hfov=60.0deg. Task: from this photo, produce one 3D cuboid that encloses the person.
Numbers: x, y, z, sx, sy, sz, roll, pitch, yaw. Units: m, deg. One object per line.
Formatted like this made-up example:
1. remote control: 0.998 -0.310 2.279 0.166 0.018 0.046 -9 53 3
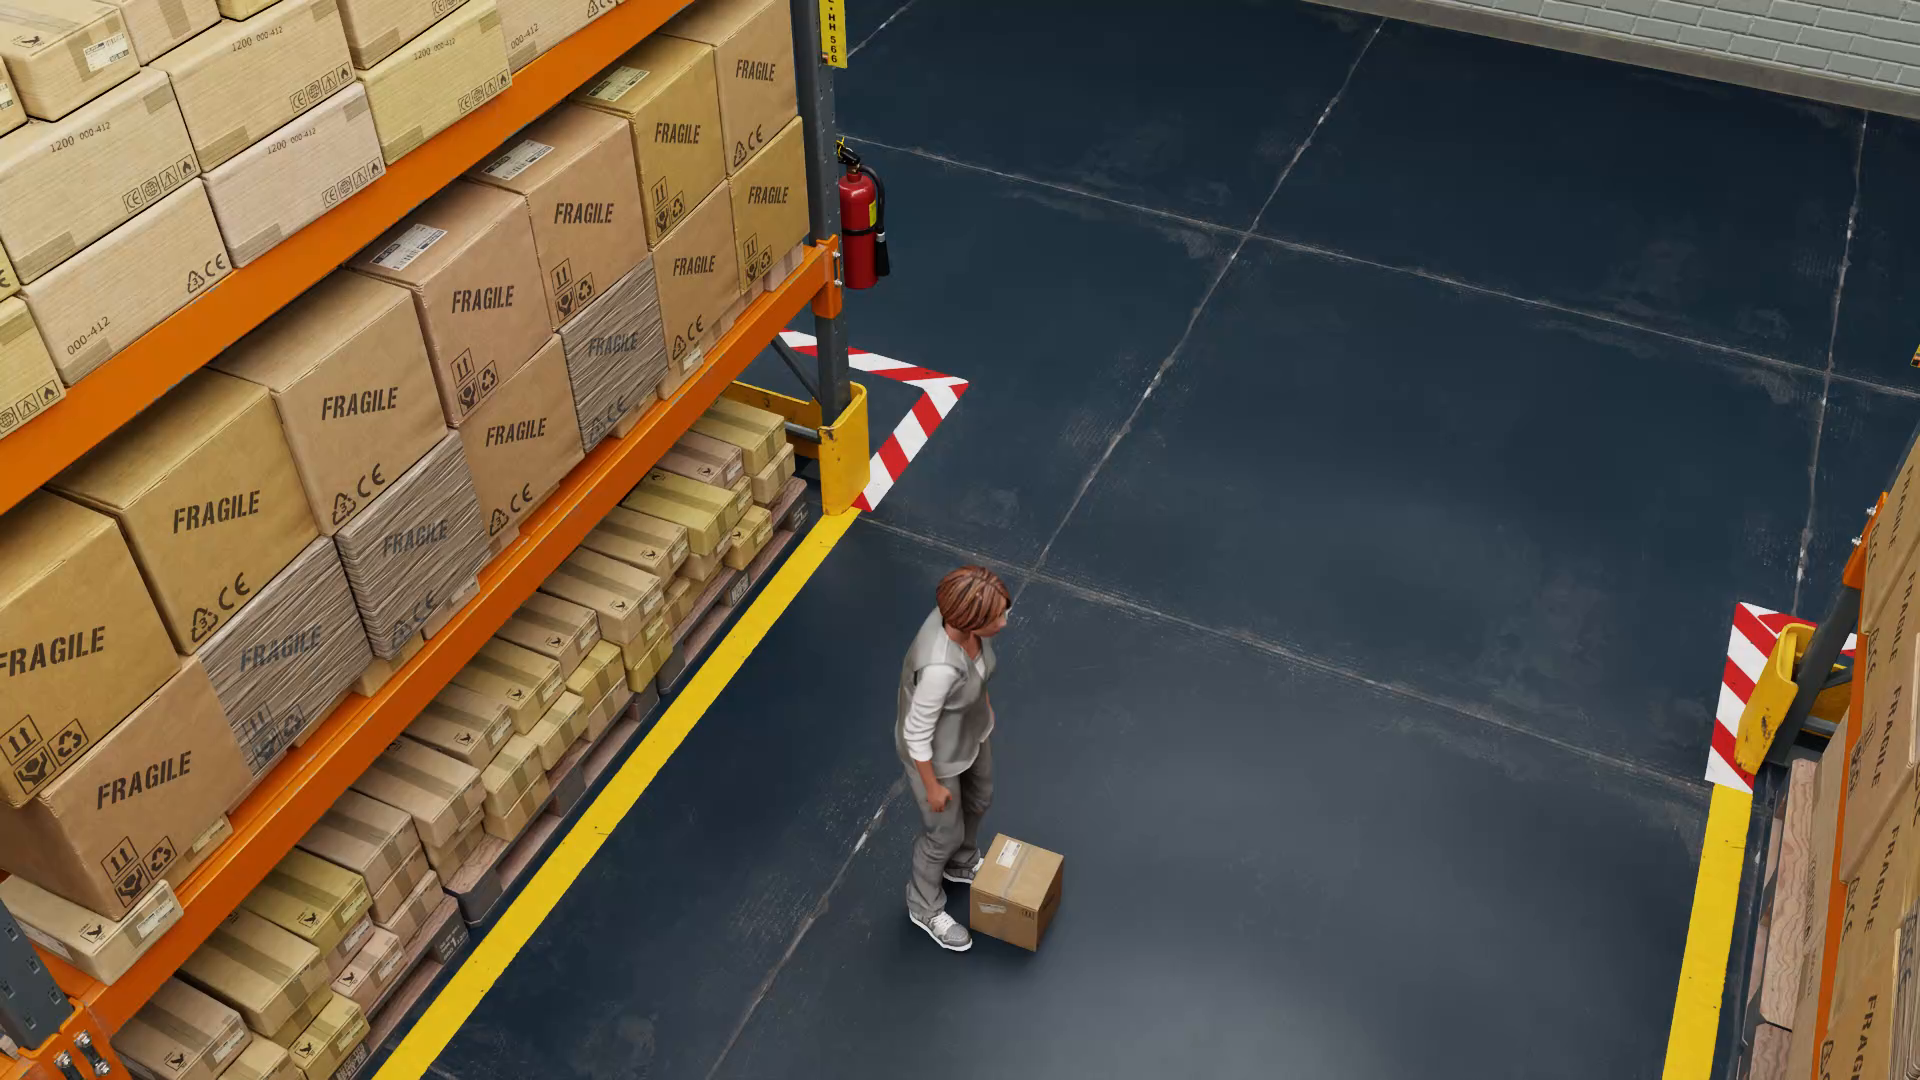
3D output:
1. person: -0.016 0.678 5.431 0.366 1.593 0.470 17 45 18
